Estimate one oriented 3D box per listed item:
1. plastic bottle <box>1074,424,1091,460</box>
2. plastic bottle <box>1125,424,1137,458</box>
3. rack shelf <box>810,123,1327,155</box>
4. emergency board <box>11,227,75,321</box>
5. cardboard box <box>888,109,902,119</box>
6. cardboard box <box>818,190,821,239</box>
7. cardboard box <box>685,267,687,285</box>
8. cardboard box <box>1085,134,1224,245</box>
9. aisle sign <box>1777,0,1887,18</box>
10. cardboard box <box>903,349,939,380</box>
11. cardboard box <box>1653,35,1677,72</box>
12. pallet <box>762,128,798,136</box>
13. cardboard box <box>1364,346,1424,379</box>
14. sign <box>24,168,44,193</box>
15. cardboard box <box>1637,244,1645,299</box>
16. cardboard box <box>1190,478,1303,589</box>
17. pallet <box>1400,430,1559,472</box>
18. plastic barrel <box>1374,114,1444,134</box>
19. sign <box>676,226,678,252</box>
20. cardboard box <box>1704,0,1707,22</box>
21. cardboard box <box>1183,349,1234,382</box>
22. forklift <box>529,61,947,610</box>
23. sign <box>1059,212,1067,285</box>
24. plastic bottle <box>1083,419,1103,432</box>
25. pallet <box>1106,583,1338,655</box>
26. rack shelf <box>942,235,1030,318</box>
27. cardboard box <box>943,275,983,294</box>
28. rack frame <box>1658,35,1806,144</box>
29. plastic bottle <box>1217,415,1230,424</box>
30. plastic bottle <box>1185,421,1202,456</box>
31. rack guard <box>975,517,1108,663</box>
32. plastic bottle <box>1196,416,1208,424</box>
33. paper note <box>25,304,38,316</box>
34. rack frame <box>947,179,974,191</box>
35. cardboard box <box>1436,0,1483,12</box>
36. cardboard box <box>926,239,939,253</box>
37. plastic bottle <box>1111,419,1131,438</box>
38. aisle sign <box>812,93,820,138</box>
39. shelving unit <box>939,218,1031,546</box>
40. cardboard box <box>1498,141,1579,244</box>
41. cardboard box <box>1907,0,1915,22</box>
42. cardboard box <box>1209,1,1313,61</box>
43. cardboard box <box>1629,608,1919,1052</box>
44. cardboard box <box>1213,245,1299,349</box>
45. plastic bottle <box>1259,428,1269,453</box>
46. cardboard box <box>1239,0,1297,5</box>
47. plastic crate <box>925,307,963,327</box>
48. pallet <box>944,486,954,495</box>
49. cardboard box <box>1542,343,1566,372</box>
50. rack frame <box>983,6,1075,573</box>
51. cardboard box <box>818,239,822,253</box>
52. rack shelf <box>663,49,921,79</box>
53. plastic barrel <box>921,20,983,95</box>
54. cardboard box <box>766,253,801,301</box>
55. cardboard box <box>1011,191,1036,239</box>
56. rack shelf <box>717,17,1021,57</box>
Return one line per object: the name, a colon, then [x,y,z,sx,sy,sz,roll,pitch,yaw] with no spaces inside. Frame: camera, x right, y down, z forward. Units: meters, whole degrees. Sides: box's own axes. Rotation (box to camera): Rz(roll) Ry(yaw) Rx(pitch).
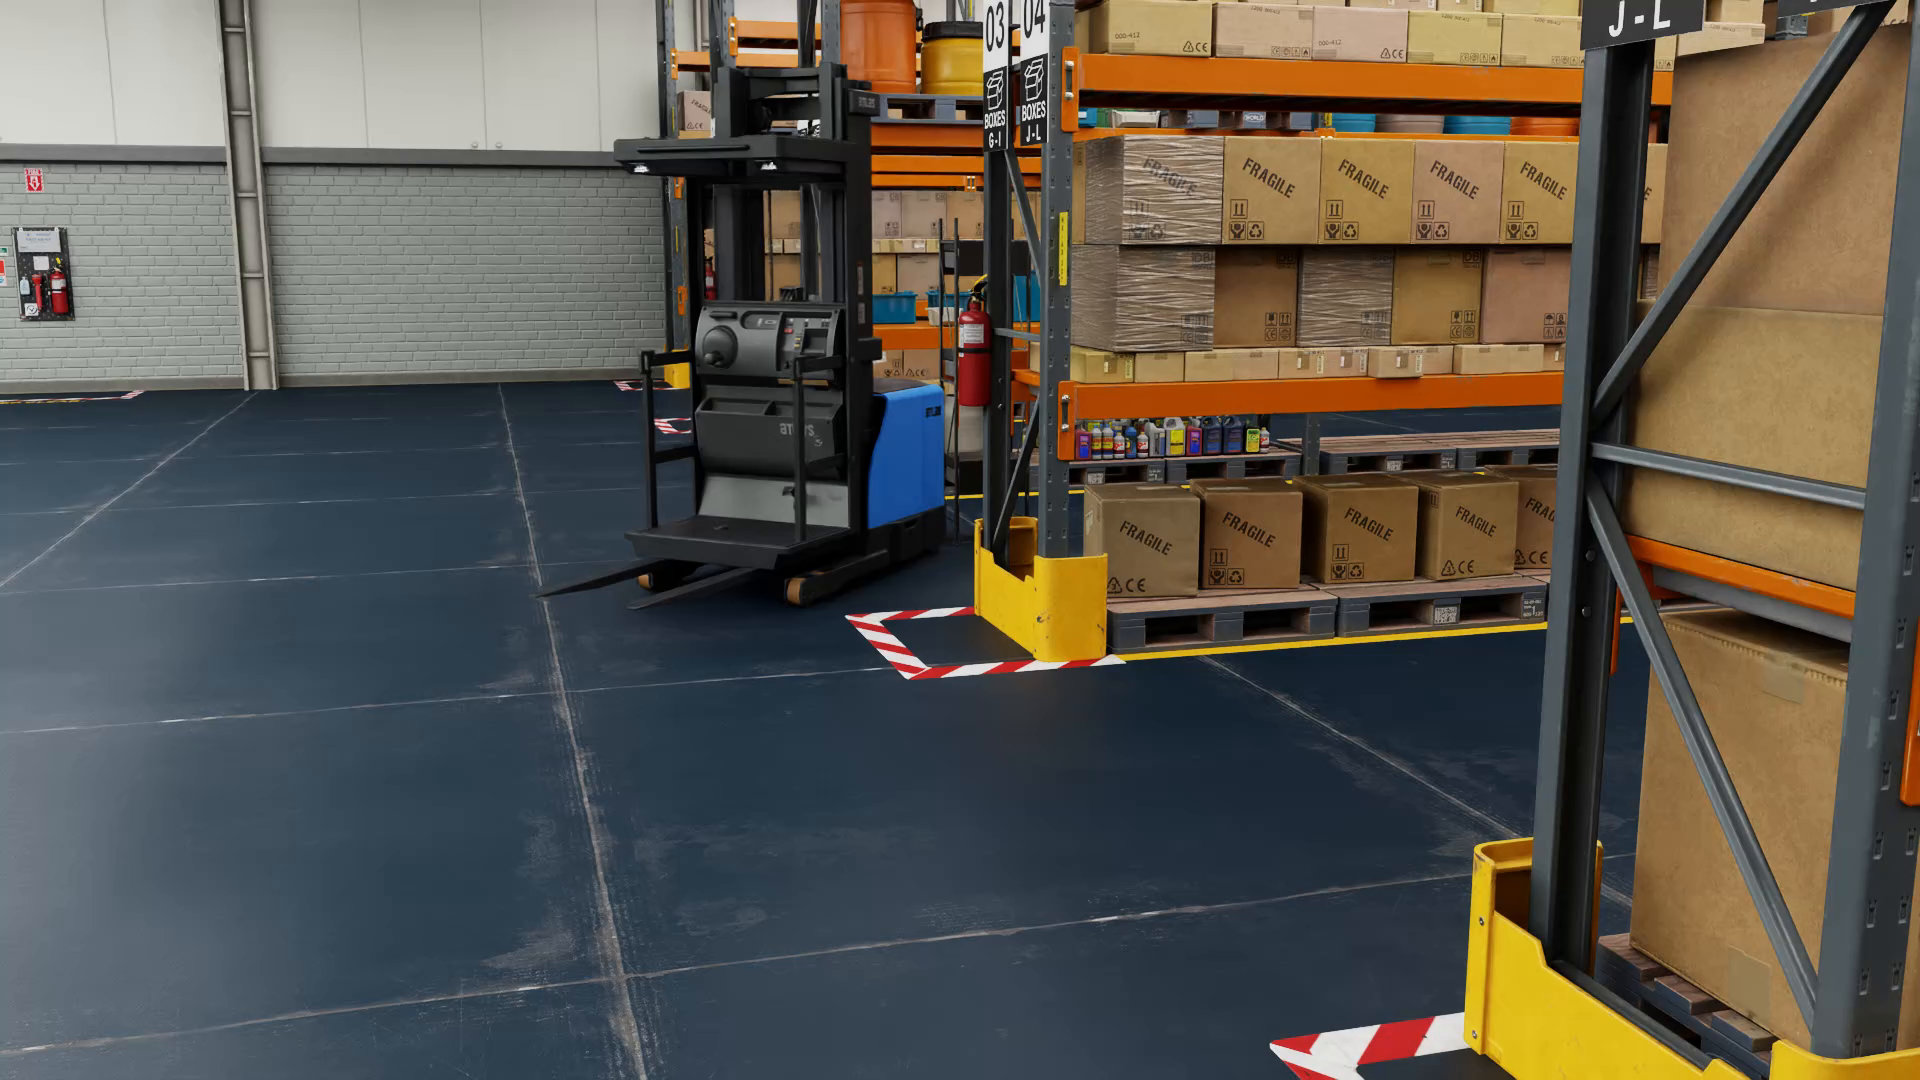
plastic bottle: [0.984,-0.785,13.311,0.133,0.283,0.061,-3,11,-15]
plastic bottle: [1.381,-0.803,13.444,0.097,0.271,0.097,0,10,0]
rack shelf: [0.854,-3.081,13.199,4.000,0.370,1.077,-3,11,-16]
emergency board: [-11.550,-3.344,20.927,0.643,1.169,0.194,-3,11,-16]
cardboard box: [-0.777,-4.556,17.401,0.500,0.500,0.500,-3,11,-16]
cardboard box: [-1.442,-3.458,17.688,0.500,0.500,0.700,-3,11,-17]
cardboard box: [-3.441,-3.574,22.534,0.500,0.250,0.500,-3,11,-15]
cardboard box: [0.922,-1.665,7.946,0.500,0.500,0.500,-3,11,-16]
aisle sign: [1.623,-1.353,2.929,0.004,0.787,0.394,-3,11,-16]
cardboard box: [-0.430,-2.006,18.024,0.500,0.500,0.500,-3,11,-16]
cardboard box: [3.289,-2.508,8.514,0.500,0.250,0.500,-3,11,-15]
pallet: [-1.762,-4.183,17.440,1.213,0.211,1.003,-3,11,-16]
cardboard box: [2.125,-0.906,8.375,0.250,0.149,0.380,-3,11,-16]
sign: [-11.585,-4.501,20.809,0.199,0.298,0.001,-3,11,-16]
cardboard box: [3.219,-1.364,9.073,0.500,0.500,0.875,-3,11,-16]
cardboard box: [1.486,-0.039,8.719,0.500,0.500,0.500,0,10,-1]
pallet: [4.691,-0.798,14.799,1.213,0.211,1.003,-3,11,-16]
plastic barrel: [3.829,-3.879,14.163,0.600,0.901,0.600,0,10,0]
sign: [-3.684,-3.912,21.620,0.005,0.325,0.100,-3,11,-16]
cardboard box: [3.645,-2.733,8.634,0.250,0.149,0.380,-3,11,-15]
cardboard box: [1.148,-0.866,8.160,0.250,0.149,0.380,-3,11,-16]
forklift: [-1.190,-1.165,9.279,1.130,2.935,3.031,5,12,26]
sign: [0.469,-1.329,7.588,0.005,0.325,0.100,-3,11,-16]
plastic bottle: [1.115,-0.965,14.105,0.185,0.351,0.144,-3,11,-14]
pallet: [1.181,0.335,8.642,1.213,0.211,1.003,-3,11,-16]
rack shelf: [0.159,-1.716,10.778,0.480,0.518,0.431,-3,11,-16]
cardboard box: [-0.019,-2.895,18.211,0.500,0.500,0.700,-3,11,-15]
rack frame: [4.158,-1.200,9.278,0.127,3.000,1.000,-3,11,-16]
plastic bottle: [2.196,-0.917,13.842,0.185,0.351,0.144,-3,11,-16]
plastic bottle: [1.907,-0.833,13.575,0.133,0.283,0.061,-2,11,-12]
rack guard: [0.391,0.228,8.426,0.348,0.500,1.175,-3,11,-16]
plastic bottle: [2.073,-0.962,14.272,0.133,0.283,0.061,-3,11,-16]
paper note: [-11.739,-2.914,21.023,0.142,0.148,0.016,-3,11,-16]
rack frame: [0.005,-3.783,23.310,0.127,3.000,1.000,-3,11,-16]
cardboard box: [2.379,-2.665,8.264,0.250,0.149,0.380,-3,11,-18]
cardboard box: [-0.282,-3.161,17.865,0.250,0.149,0.380,-3,11,-14]
plastic bottle: [1.359,-0.913,14.030,0.135,0.276,0.152,-3,11,-16]
aisle sign: [-1.054,-3.082,12.324,0.004,0.787,0.394,-3,11,-16]
shelving unit: [0.159,-1.041,10.902,0.503,2.100,0.431,-3,11,-16]
cardboard box: [2.843,-1.766,8.493,0.500,0.500,0.500,-3,11,-16]
cardboard box: [5.542,-2.987,9.255,0.637,0.503,0.797,-3,11,-14]
cardboard box: [1.346,-2.405,7.956,0.500,0.250,0.500,-3,11,-17]
cardboard box: [2.240,0.663,3.870,0.875,0.875,0.875,-3,11,-16]
cardboard box: [1.300,-1.262,8.518,0.500,0.500,0.875,-3,11,-16]
plastic bottle: [2.513,-0.828,13.775,0.097,0.201,0.097,0,10,0]
cardboard box: [1.412,-2.600,7.915,0.250,0.149,0.380,-3,11,-14]
plastic crate: [-0.118,-1.718,12.821,0.250,0.136,0.298,-3,11,-16]
pallet: [-0.225,-0.539,13.391,1.213,0.211,1.003,-3,11,-16]
cardboard box: [3.049,-0.979,8.774,0.250,0.149,0.380,-3,11,-16]
rack frame: [0.318,-0.997,8.178,0.127,3.000,1.000,-3,11,-16]
cardboard box: [-1.518,-3.096,17.513,0.250,0.149,0.380,-3,11,-16]
rack shelf: [-1.916,-6.277,22.282,4.000,0.370,1.077,-3,11,-16]
plastic barrel: [-0.008,-3.712,12.962,0.600,0.588,0.600,0,10,0]
cardboard box: [-1.996,-2.790,17.641,0.500,0.500,0.700,-3,11,-16]
cardboard box: [0.484,-3.560,18.239,0.500,0.500,0.700,-3,11,-16]
rack shelf: [-0.527,-5.221,17.642,4.000,0.370,1.077,-3,11,-16]
